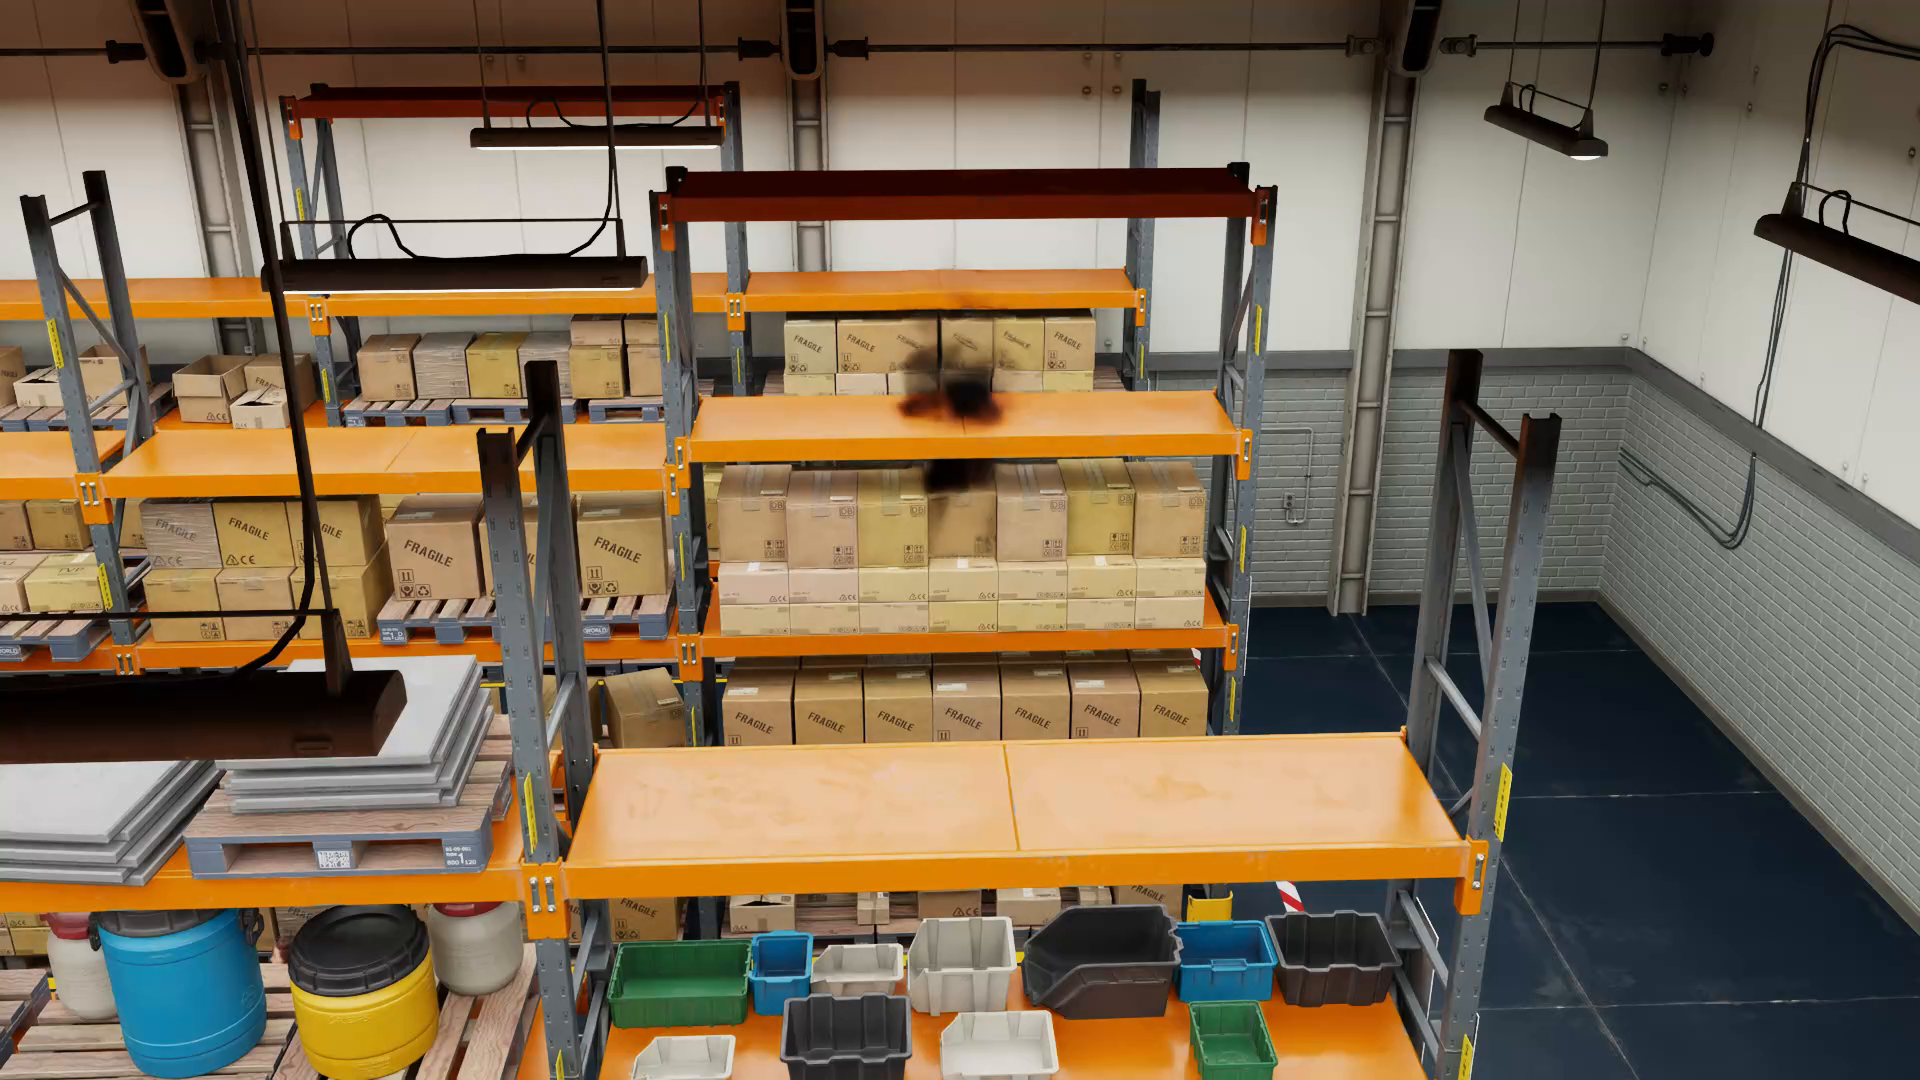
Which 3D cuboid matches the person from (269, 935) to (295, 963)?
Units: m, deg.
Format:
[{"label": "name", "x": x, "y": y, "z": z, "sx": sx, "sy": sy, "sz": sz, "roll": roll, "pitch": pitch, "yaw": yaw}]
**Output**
[{"label": "person", "x": -4.257, "y": 3.291, "z": 10.773, "sx": 0.831, "sy": 1.700, "sz": 0.570, "roll": -6, "pitch": 23, "yaw": -15}]
